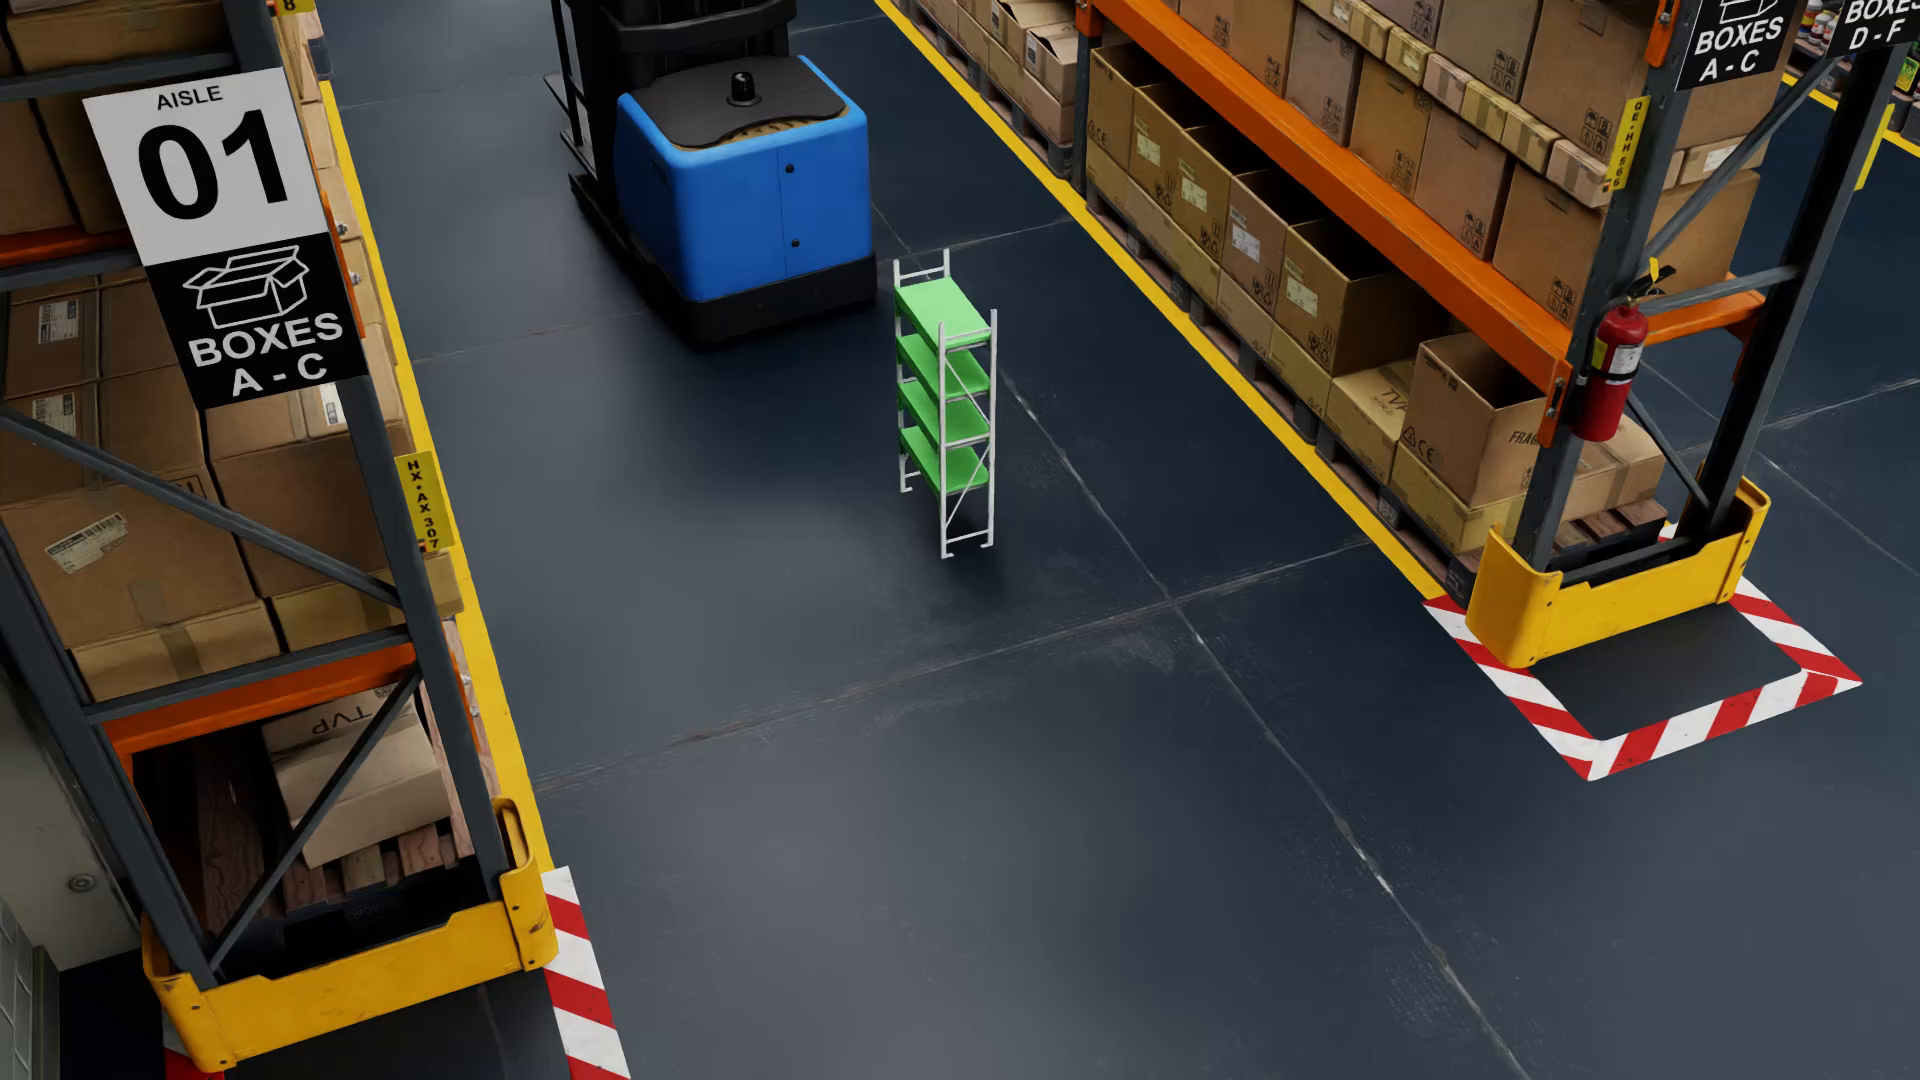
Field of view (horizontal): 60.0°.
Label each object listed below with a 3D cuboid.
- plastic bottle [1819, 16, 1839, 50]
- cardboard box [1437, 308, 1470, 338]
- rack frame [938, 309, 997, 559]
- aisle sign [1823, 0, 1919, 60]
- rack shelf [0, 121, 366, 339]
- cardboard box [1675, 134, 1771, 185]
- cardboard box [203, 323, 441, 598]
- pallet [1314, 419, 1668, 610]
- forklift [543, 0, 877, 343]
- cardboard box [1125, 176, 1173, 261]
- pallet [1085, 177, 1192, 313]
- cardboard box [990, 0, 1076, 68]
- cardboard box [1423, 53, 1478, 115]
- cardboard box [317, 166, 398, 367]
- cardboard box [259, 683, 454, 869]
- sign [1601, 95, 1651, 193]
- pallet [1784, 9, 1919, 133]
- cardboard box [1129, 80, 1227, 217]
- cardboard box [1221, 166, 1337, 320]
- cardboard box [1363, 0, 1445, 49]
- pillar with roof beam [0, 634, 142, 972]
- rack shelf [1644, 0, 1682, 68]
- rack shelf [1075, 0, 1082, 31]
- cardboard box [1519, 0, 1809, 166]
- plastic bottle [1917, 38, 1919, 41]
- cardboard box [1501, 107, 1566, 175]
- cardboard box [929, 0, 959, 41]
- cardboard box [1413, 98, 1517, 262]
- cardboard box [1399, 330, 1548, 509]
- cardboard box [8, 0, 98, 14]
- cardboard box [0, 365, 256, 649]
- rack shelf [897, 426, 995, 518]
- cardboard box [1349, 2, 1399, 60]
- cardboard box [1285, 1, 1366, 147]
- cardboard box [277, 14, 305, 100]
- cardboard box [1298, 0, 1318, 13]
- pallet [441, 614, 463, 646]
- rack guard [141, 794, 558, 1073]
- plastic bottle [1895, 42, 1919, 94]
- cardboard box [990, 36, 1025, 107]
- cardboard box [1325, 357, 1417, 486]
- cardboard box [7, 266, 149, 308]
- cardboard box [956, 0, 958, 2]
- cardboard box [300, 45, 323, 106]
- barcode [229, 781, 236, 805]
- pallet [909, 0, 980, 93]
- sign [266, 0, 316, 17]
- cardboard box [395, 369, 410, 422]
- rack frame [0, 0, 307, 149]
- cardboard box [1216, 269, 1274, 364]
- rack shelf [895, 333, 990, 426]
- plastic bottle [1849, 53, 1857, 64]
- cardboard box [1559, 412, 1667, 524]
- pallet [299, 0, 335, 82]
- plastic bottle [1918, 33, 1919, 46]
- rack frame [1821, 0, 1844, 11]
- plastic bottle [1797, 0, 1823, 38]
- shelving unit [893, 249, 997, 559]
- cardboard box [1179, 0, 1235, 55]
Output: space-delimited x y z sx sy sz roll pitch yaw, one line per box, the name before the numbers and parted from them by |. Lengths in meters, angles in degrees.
plastic bottle | 5.499 -3.198 10.477 0.097 0.201 0.097 0 41 0
cardboard box | 2.464 -0.953 7.269 0.500 0.500 0.500 -15 43 -17
rack frame | 0.030 -0.408 6.804 0.240 1.200 0.015 -15 43 -17
aisle sign | 2.965 -1.895 5.159 0.394 0.787 0.004 -15 43 -17
rack shelf | -2.684 -1.704 5.182 1.077 0.370 4.000 -15 43 -17
cardboard box | 2.706 -1.447 6.057 0.380 0.149 0.250 -15 43 -17
cardboard box | -1.823 -0.232 4.744 0.500 0.500 0.500 -15 43 -17
pallet | 2.326 -0.266 7.397 1.003 0.211 1.213 -15 43 -17
forklift | -1.563 -3.044 8.542 1.130 2.935 3.031 -19 44 -21
cardboard box | 1.210 -1.741 8.761 0.500 0.250 0.500 -15 43 -17
pallet | 1.392 -1.735 9.106 1.003 0.211 1.213 -15 43 -17
cardboard box | 0.502 -3.096 9.906 0.500 0.311 0.500 -14 43 -16
cardboard box | 2.041 -1.802 6.471 0.380 0.149 0.250 -15 43 -16
cardboard box | -2.195 -0.845 5.457 0.500 0.500 0.500 -16 43 -18
cardboard box | -2.100 0.779 5.768 0.500 0.311 0.500 -20 45 -22
sign | 2.150 -1.274 5.362 0.100 0.325 0.005 -15 43 -17
pallet | 5.923 -3.043 10.627 1.003 0.211 1.213 -15 43 -17
cardboard box | 1.213 -2.026 8.518 0.500 0.500 0.500 -15 43 -17
cardboard box | 1.591 -1.423 7.815 0.500 0.500 0.500 -15 43 -17
cardboard box | 2.070 -2.338 6.596 0.700 0.500 0.500 -15 43 -17
pillar with roof beam | 0.992 -3.189 4.057 9.100 9.000 0.400 -15 43 -17
rack shelf | 1.892 -2.942 6.622 1.077 0.370 4.000 -15 43 -17
rack shelf | 0.361 -4.214 10.402 1.077 0.370 4.000 -15 43 -17
cardboard box | 2.470 -1.719 5.876 0.700 0.500 0.500 -15 43 -17
plastic bottle | 5.797 -3.001 10.194 0.097 0.271 0.097 0 41 0
cardboard box | 2.233 -1.496 6.115 0.380 0.149 0.250 -14 43 -16
cardboard box | 0.118 -3.496 10.802 0.500 0.250 0.500 -14 43 -16
cardboard box | 2.285 -1.510 6.629 0.700 0.500 0.500 -14 43 -16
cardboard box | 2.177 -0.522 6.769 0.500 0.500 0.500 -15 43 -17
cardboard box | -1.842 -1.489 3.522 0.500 0.500 0.500 -18 44 -20
cardboard box | -2.295 -0.100 4.591 0.500 0.500 0.500 -16 43 -17
rack shelf | -0.063 -0.324 7.173 0.258 0.148 0.480 -15 43 -17
cardboard box | 1.838 -2.119 6.839 0.380 0.149 0.250 -14 43 -16
cardboard box | 1.895 -2.127 7.346 0.700 0.500 0.500 -14 43 -16
cardboard box | -1.988 -1.414 4.201 0.500 0.500 0.500 -12 42 -14
cardboard box | 1.646 -2.424 7.194 0.380 0.149 0.250 -15 43 -17
pallet | -2.689 0.145 6.919 1.003 0.211 1.213 -15 43 -17
rack guard | -1.947 1.267 5.393 1.175 0.500 0.348 -15 43 -17
plastic bottle | 5.727 -2.839 9.997 0.061 0.283 0.133 -13 42 -15
cardboard box | 0.508 -2.881 10.087 0.500 0.250 0.500 -16 43 -18
cardboard box | 1.976 -0.537 7.360 0.500 0.250 0.500 -15 43 -17
cardboard box | -2.680 -0.717 5.307 0.500 0.500 0.500 -16 43 -18
cardboard box | 0.124 -3.701 10.609 0.500 0.311 0.500 -16 43 -17
cardboard box | -2.603 -1.466 6.179 0.500 0.500 0.500 -16 43 -18
barcode | -2.476 0.864 5.662 0.001 0.075 0.075 -15 43 -17
pallet | 0.338 -3.395 11.036 1.003 0.211 1.213 -15 43 -17
sign | -1.417 -1.239 3.419 0.100 0.325 0.005 -15 43 -17
cardboard box | -2.213 -0.576 5.719 0.500 0.250 0.500 -16 43 -18
rack frame | -1.918 -1.909 2.568 1.000 3.000 0.127 -15 43 -17
cardboard box | 1.594 -1.139 8.061 0.500 0.250 0.500 -15 43 -17
rack shelf | -0.063 -0.688 6.860 0.258 0.148 0.480 -15 43 -17
plastic bottle | 5.630 -3.088 10.235 0.144 0.351 0.185 -14 43 -16
cardboard box | 2.657 -0.368 7.164 0.500 0.250 0.500 -15 43 -17
pallet | -3.607 -2.468 7.967 1.003 0.211 1.213 -15 43 -17
plastic bottle | 6.084 -3.326 10.511 0.144 0.351 0.185 -15 43 -17
rack frame | 5.704 -4.516 10.201 1.000 3.000 0.127 -15 43 -17
plastic bottle | 5.421 -3.347 10.596 0.097 0.271 0.097 0 41 0
shelving unit | -0.063 -0.555 6.975 0.258 1.200 0.503 -15 43 -17
cardboard box | 1.510 -2.738 8.057 0.700 0.500 0.500 -16 43 -17
